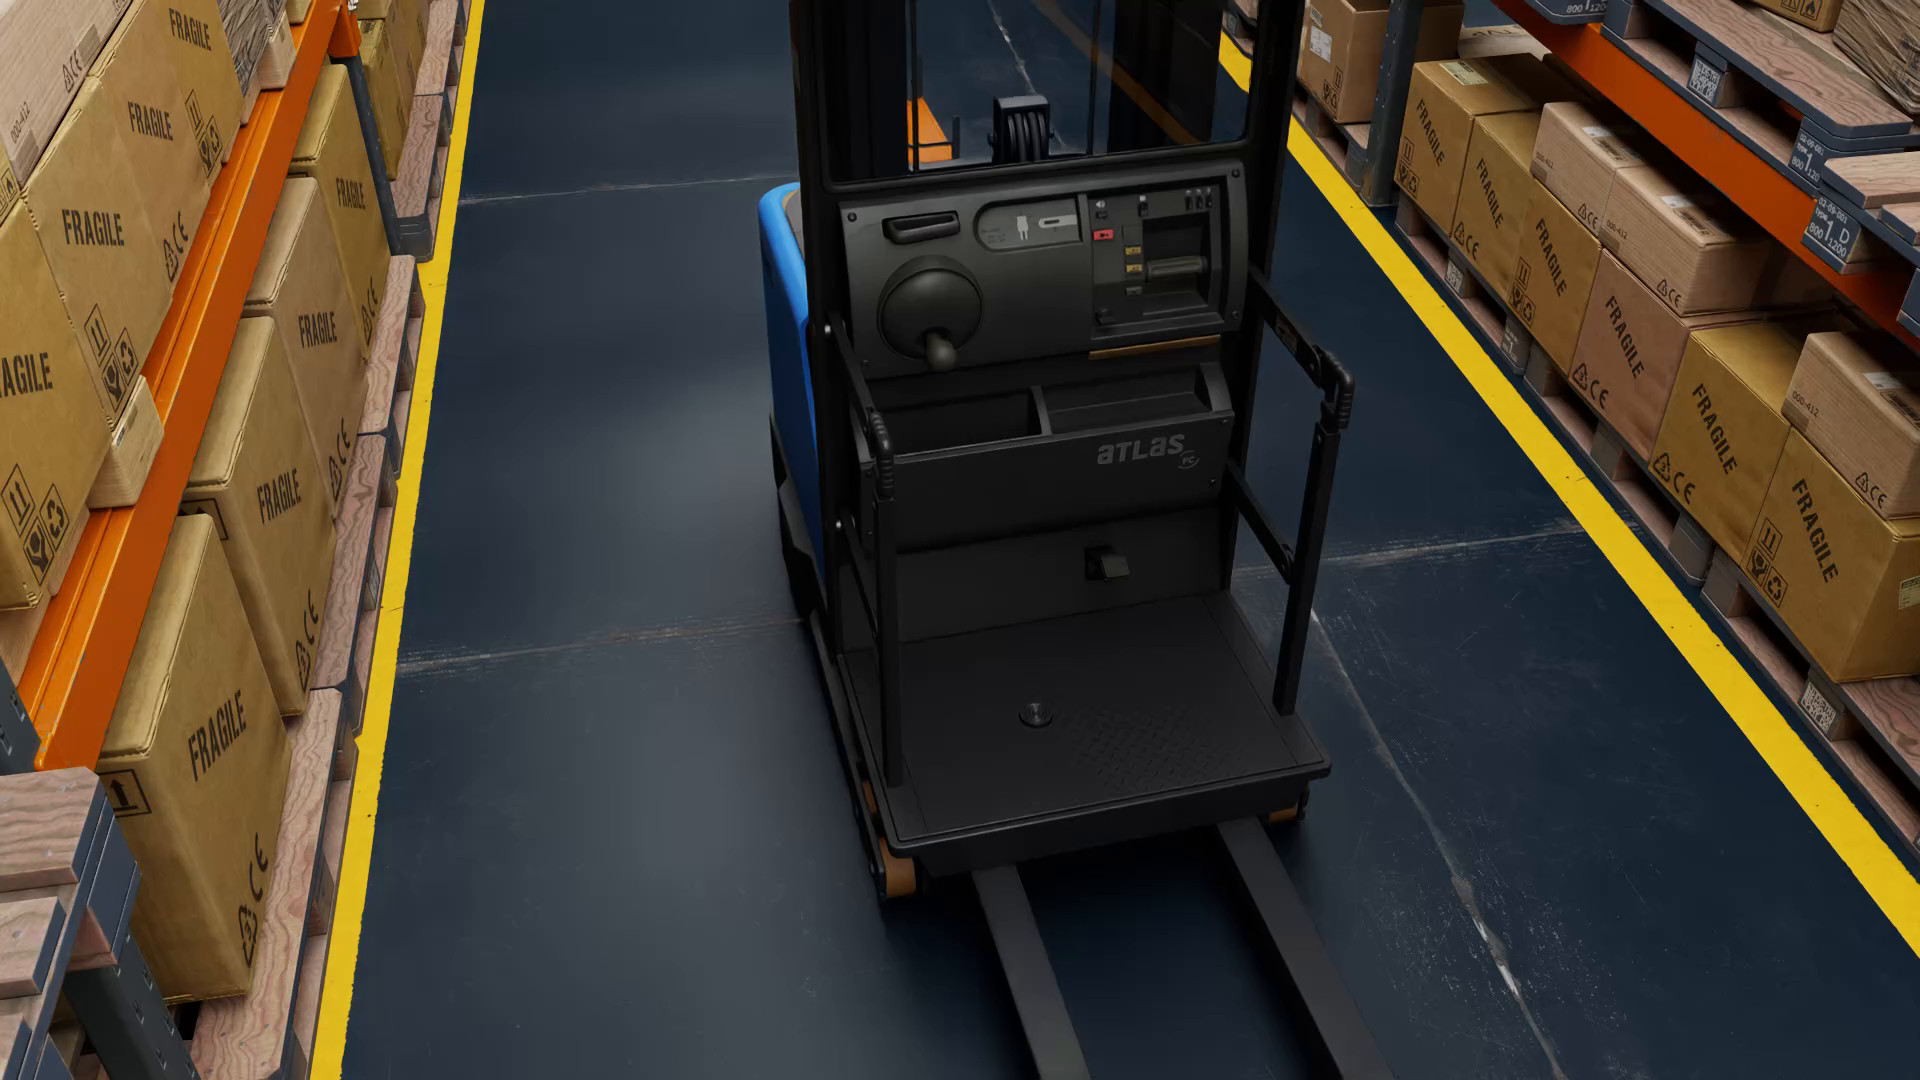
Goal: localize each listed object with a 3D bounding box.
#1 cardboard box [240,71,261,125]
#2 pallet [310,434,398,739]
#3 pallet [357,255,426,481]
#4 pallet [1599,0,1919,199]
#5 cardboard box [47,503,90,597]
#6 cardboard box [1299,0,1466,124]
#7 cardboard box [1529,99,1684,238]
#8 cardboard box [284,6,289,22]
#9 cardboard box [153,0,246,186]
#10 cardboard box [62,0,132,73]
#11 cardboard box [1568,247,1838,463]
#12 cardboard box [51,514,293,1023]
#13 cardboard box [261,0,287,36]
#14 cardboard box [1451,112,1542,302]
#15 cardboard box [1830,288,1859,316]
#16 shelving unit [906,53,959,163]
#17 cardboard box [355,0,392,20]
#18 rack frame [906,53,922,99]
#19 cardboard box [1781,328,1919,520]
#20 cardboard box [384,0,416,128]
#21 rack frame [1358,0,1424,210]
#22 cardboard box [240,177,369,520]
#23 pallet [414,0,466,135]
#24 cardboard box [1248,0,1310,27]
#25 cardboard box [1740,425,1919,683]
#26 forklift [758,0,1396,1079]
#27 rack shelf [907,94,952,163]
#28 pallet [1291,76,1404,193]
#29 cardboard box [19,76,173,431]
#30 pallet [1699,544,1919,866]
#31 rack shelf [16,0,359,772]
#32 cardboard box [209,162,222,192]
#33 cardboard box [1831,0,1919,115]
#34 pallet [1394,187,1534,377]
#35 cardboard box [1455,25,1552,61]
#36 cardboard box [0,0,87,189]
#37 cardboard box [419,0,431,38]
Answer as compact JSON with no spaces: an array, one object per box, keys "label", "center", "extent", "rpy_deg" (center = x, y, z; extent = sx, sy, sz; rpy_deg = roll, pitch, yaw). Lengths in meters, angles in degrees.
[{"label":"cardboard box","center":[-2.172,-1.257,4.612],"extent":[0.380,0.149,0.250],"rpy_deg":[-6,38,-8]},{"label":"pallet","center":[-2.233,0.156,4.877],"extent":[1.003,0.211,1.213],"rpy_deg":[-6,38,-8]},{"label":"pallet","center":[-2.450,-0.582,5.828],"extent":[1.003,0.211,1.213],"rpy_deg":[-6,38,-8]},{"label":"pallet","center":[2.572,-1.359,4.711],"extent":[1.003,0.211,1.213],"rpy_deg":[-6,38,-8]},{"label":"cardboard box","center":[-1.824,-0.011,3.008],"extent":[0.380,0.149,0.250],"rpy_deg":[-6,38,-7]},{"label":"cardboard box","center":[1.837,-2.177,7.286],"extent":[0.500,0.500,0.500],"rpy_deg":[-6,38,-8]},{"label":"cardboard box","center":[2.237,-1.237,5.465],"extent":[0.500,0.250,0.500],"rpy_deg":[-6,38,-8]},{"label":"cardboard box","center":[-2.253,-1.565,5.008],"extent":[0.380,0.149,0.250],"rpy_deg":[-5,38,-7]},{"label":"cardboard box","center":[-2.059,-1.142,3.935],"extent":[0.500,0.500,0.500],"rpy_deg":[-5,38,-7]},{"label":"cardboard box","center":[-1.971,-1.115,3.288],"extent":[0.500,0.250,0.500],"rpy_deg":[-6,38,-8]},{"label":"cardboard box","center":[2.334,-0.616,5.276],"extent":[0.500,0.500,0.500],"rpy_deg":[-8,38,-10]},{"label":"cardboard box","center":[-1.958,0.499,3.572],"extent":[0.750,0.750,0.750],"rpy_deg":[-7,38,-9]},{"label":"cardboard box","center":[-2.232,-1.748,4.714],"extent":[0.500,0.500,0.500],"rpy_deg":[-6,38,-8]},{"label":"cardboard box","center":[2.166,-1.224,6.059],"extent":[0.500,0.500,0.500],"rpy_deg":[-6,38,-7]},{"label":"cardboard box","center":[2.842,-0.687,5.368],"extent":[0.500,0.500,0.500],"rpy_deg":[-7,38,-9]},{"label":"shelving unit","center":[-0.180,-0.909,5.443],"extent":[0.258,1.200,0.503],"rpy_deg":[-9,39,-11]},{"label":"cardboard box","center":[-2.571,-2.266,6.888],"extent":[0.380,0.149,0.250],"rpy_deg":[-5,38,-6]},{"label":"rack frame","center":[-0.240,-1.055,5.629],"extent":[0.240,1.200,0.015],"rpy_deg":[-9,39,-11]},{"label":"cardboard box","center":[2.509,-0.317,4.280],"extent":[0.500,0.250,0.500],"rpy_deg":[-5,38,-6]},{"label":"cardboard box","center":[-2.775,-2.087,7.186],"extent":[0.700,0.500,0.500],"rpy_deg":[-7,38,-8]},{"label":"rack frame","center":[2.216,-2.677,6.250],"extent":[1.000,3.000,0.127],"rpy_deg":[-6,38,-8]},{"label":"cardboard box","center":[-2.259,-0.543,4.914],"extent":[0.750,0.750,0.750],"rpy_deg":[-5,38,-7]},{"label":"pallet","center":[-2.933,-2.246,7.970],"extent":[1.003,0.211,1.213],"rpy_deg":[-6,38,-8]},{"label":"cardboard box","center":[1.706,-2.555,7.927],"extent":[0.500,0.311,0.500],"rpy_deg":[-6,38,-8]},{"label":"cardboard box","center":[2.523,0.013,4.467],"extent":[0.500,0.500,0.500],"rpy_deg":[-5,38,-6]},{"label":"forklift","center":[0.255,-0.538,3.554],"extent":[1.130,2.935,3.031],"rpy_deg":[-9,39,-11]},{"label":"rack shelf","center":[-0.180,-1.220,5.202],"extent":[0.258,0.148,0.480],"rpy_deg":[-9,39,-11]},{"label":"pallet","center":[2.097,-1.990,7.640],"extent":[1.003,0.211,1.213],"rpy_deg":[-6,38,-8]},{"label":"cardboard box","center":[-1.875,-0.529,3.145],"extent":[0.500,0.500,0.500],"rpy_deg":[-5,38,-6]},{"label":"pallet","center":[2.824,0.386,4.582],"extent":[1.003,0.211,1.213],"rpy_deg":[-6,38,-8]},{"label":"rack shelf","center":[-2.309,-0.649,4.227],"extent":[1.077,0.370,4.000],"rpy_deg":[-6,38,-8]},{"label":"cardboard box","center":[-2.107,-0.943,4.207],"extent":[0.380,0.149,0.250],"rpy_deg":[-5,38,-7]},{"label":"cardboard box","center":[2.724,-1.407,4.192],"extent":[0.700,0.500,0.500],"rpy_deg":[0,38,1]},{"label":"pallet","center":[2.396,-1.088,6.479],"extent":[1.003,0.211,1.213],"rpy_deg":[-6,38,-8]},{"label":"cardboard box","center":[2.356,-2.065,7.296],"extent":[0.500,0.311,0.500],"rpy_deg":[-6,38,-8]},{"label":"cardboard box","center":[-1.879,-0.813,2.900],"extent":[0.500,0.250,0.500],"rpy_deg":[-7,38,-9]},{"label":"cardboard box","center":[-2.963,-2.718,7.999],"extent":[0.700,0.500,0.500],"rpy_deg":[-7,38,-9]}]
